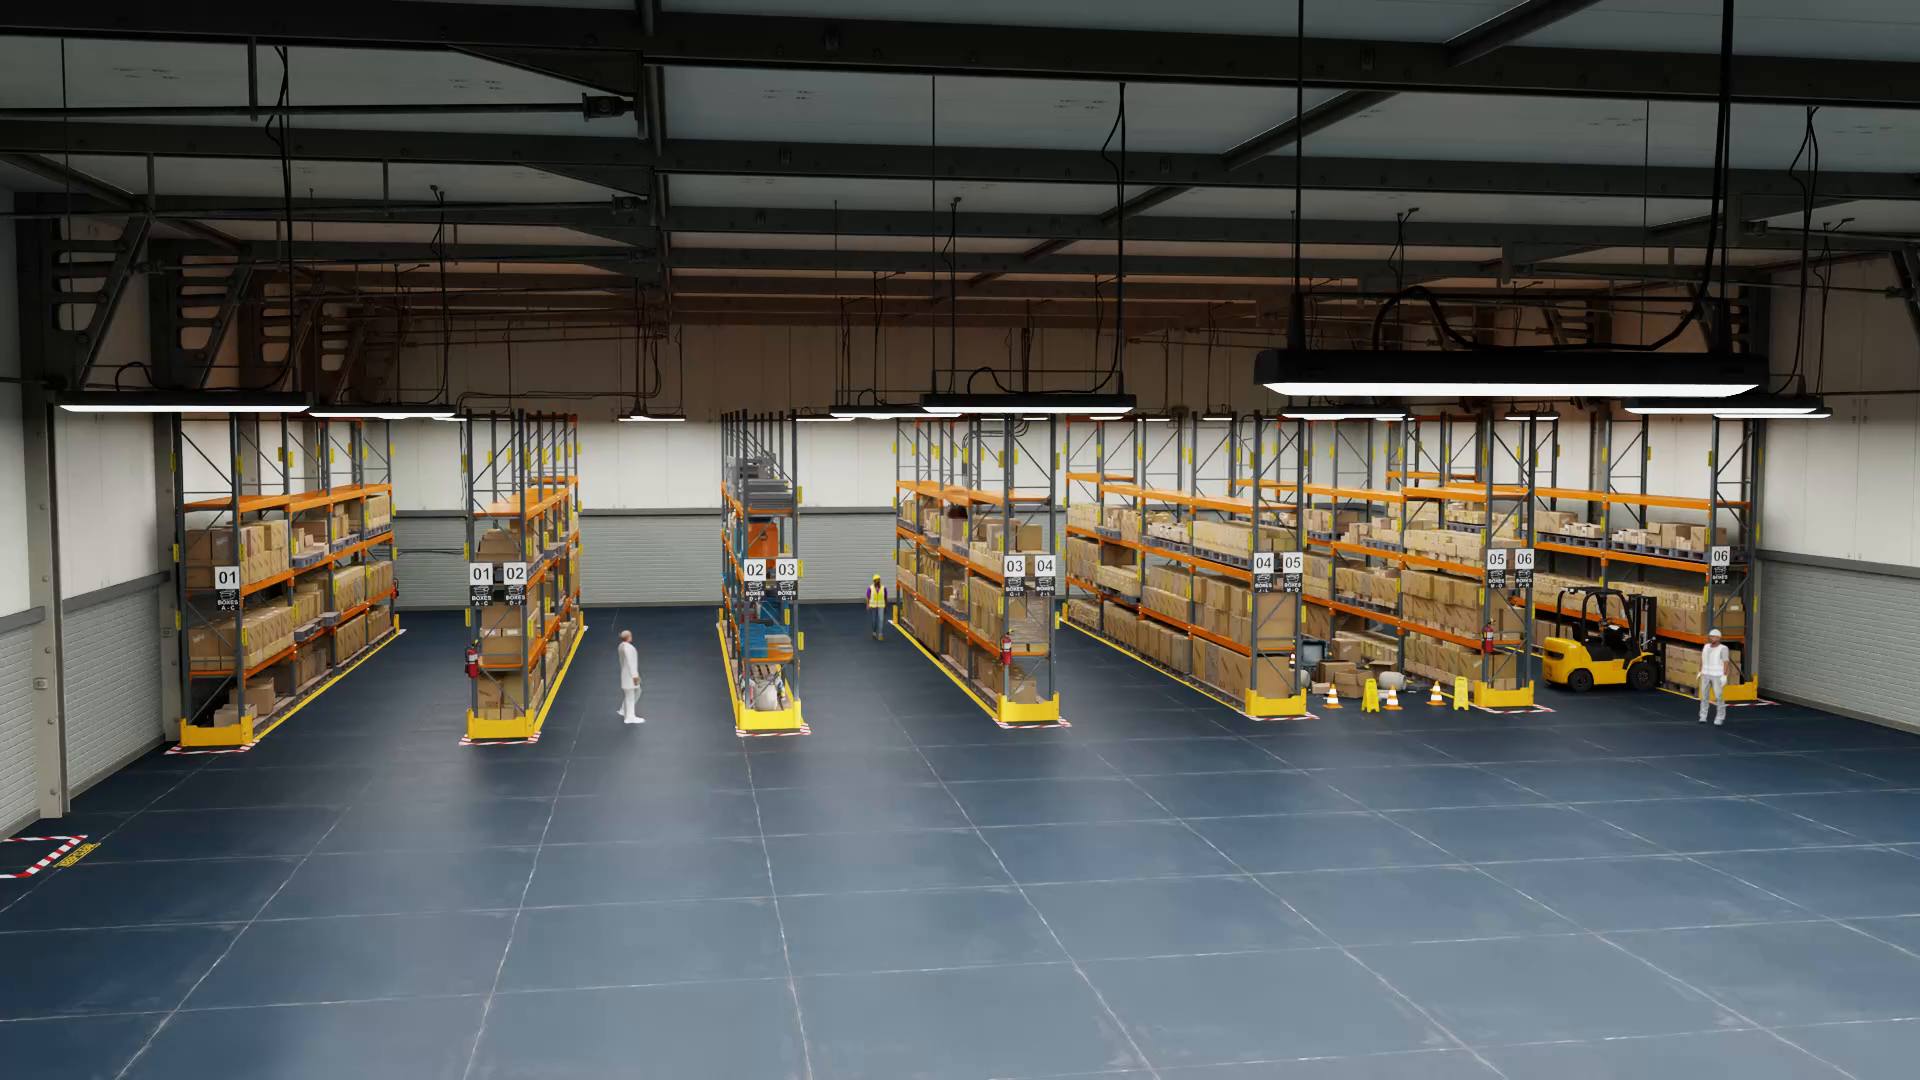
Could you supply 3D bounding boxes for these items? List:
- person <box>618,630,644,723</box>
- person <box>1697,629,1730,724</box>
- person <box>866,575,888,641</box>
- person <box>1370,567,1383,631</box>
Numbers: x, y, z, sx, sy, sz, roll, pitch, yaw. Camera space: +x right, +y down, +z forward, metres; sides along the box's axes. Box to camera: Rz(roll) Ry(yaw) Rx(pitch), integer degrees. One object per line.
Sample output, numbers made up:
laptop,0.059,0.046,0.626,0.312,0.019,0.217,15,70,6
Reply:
person,-6.334,2.623,31.920,0.507,1.791,0.632,-1,4,-7
person,14.398,2.601,31.821,0.383,1.792,0.599,-3,5,-35
person,-2.201,1.787,44.067,0.579,1.729,0.986,0,4,-4
person,11.625,1.627,46.209,0.439,1.768,0.629,0,4,6
